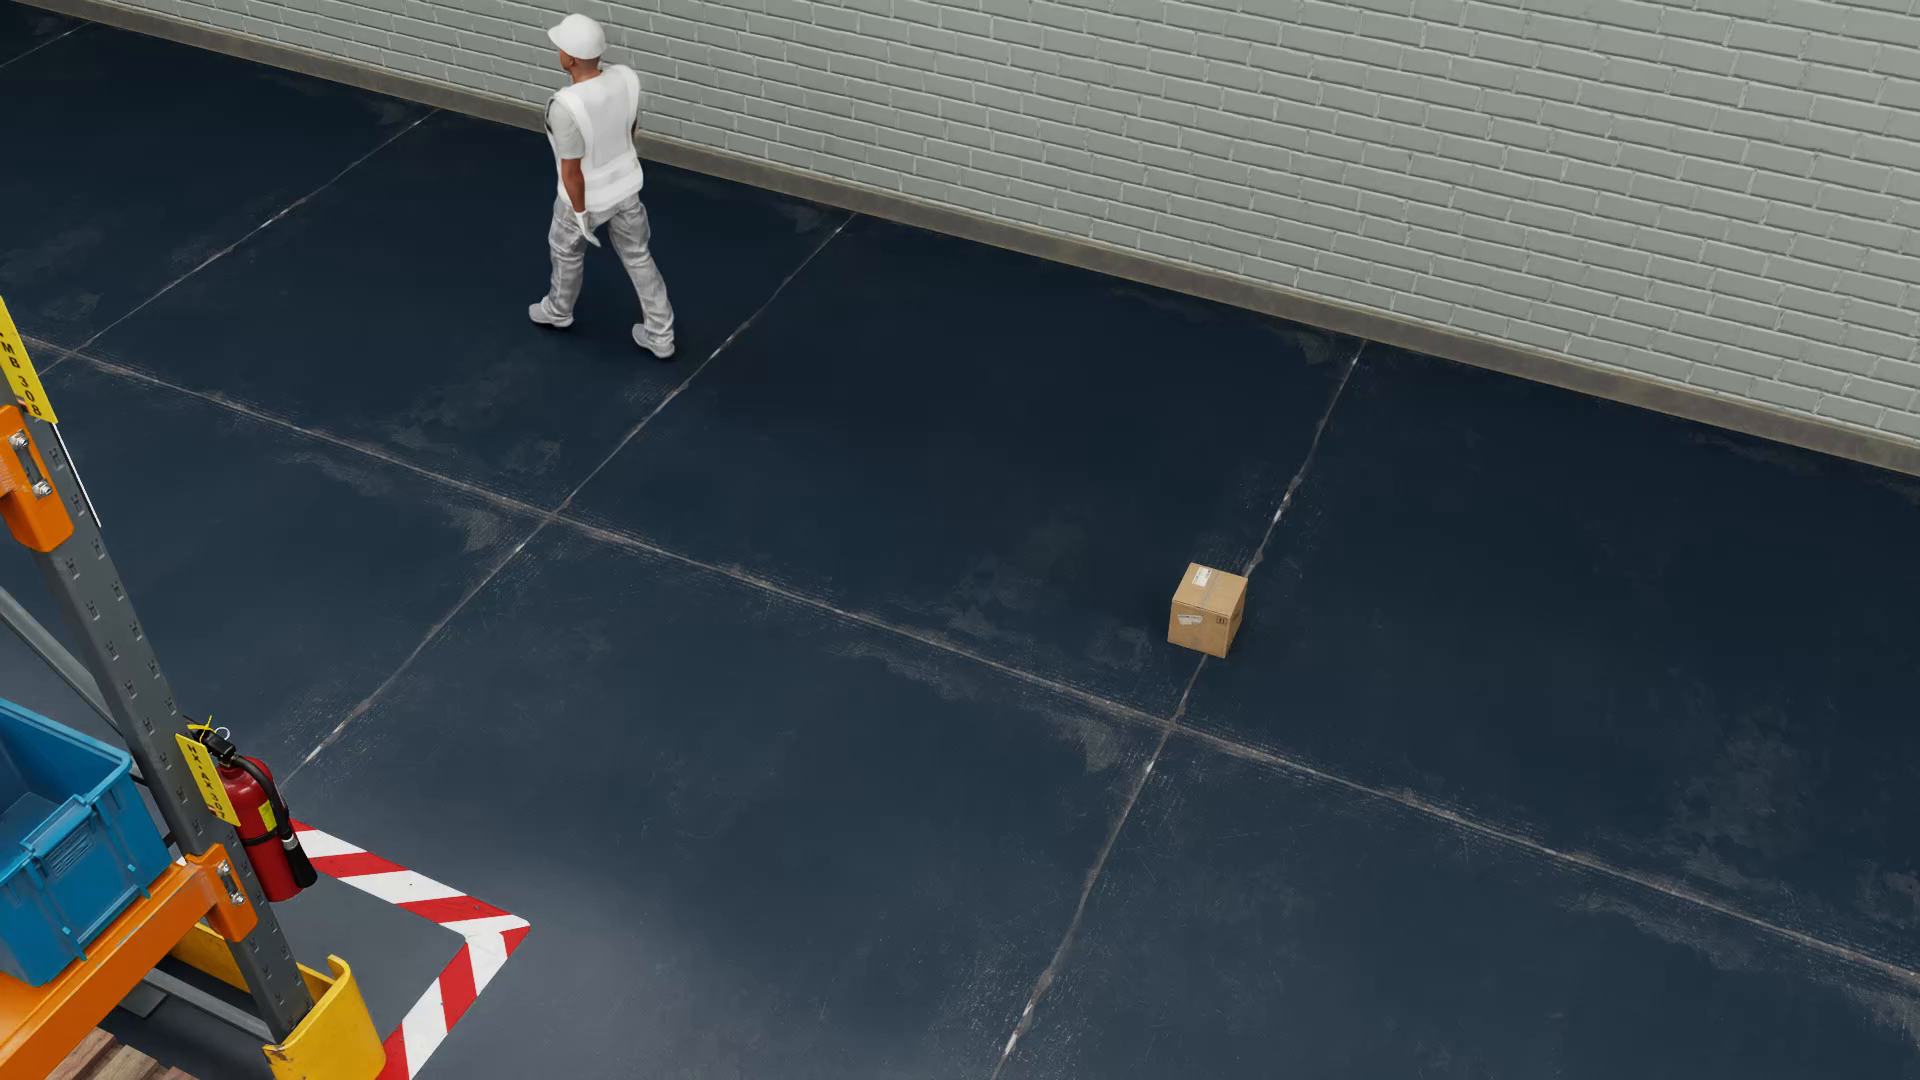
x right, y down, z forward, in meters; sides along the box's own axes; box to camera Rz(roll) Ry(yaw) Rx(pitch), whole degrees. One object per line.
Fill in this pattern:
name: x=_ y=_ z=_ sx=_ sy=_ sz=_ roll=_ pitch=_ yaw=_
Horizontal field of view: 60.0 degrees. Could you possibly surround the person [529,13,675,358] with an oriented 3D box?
person: x=-1.827 y=-1.760 z=8.103 sx=0.892 sy=1.754 sz=0.561 roll=29 pitch=49 yaw=29
